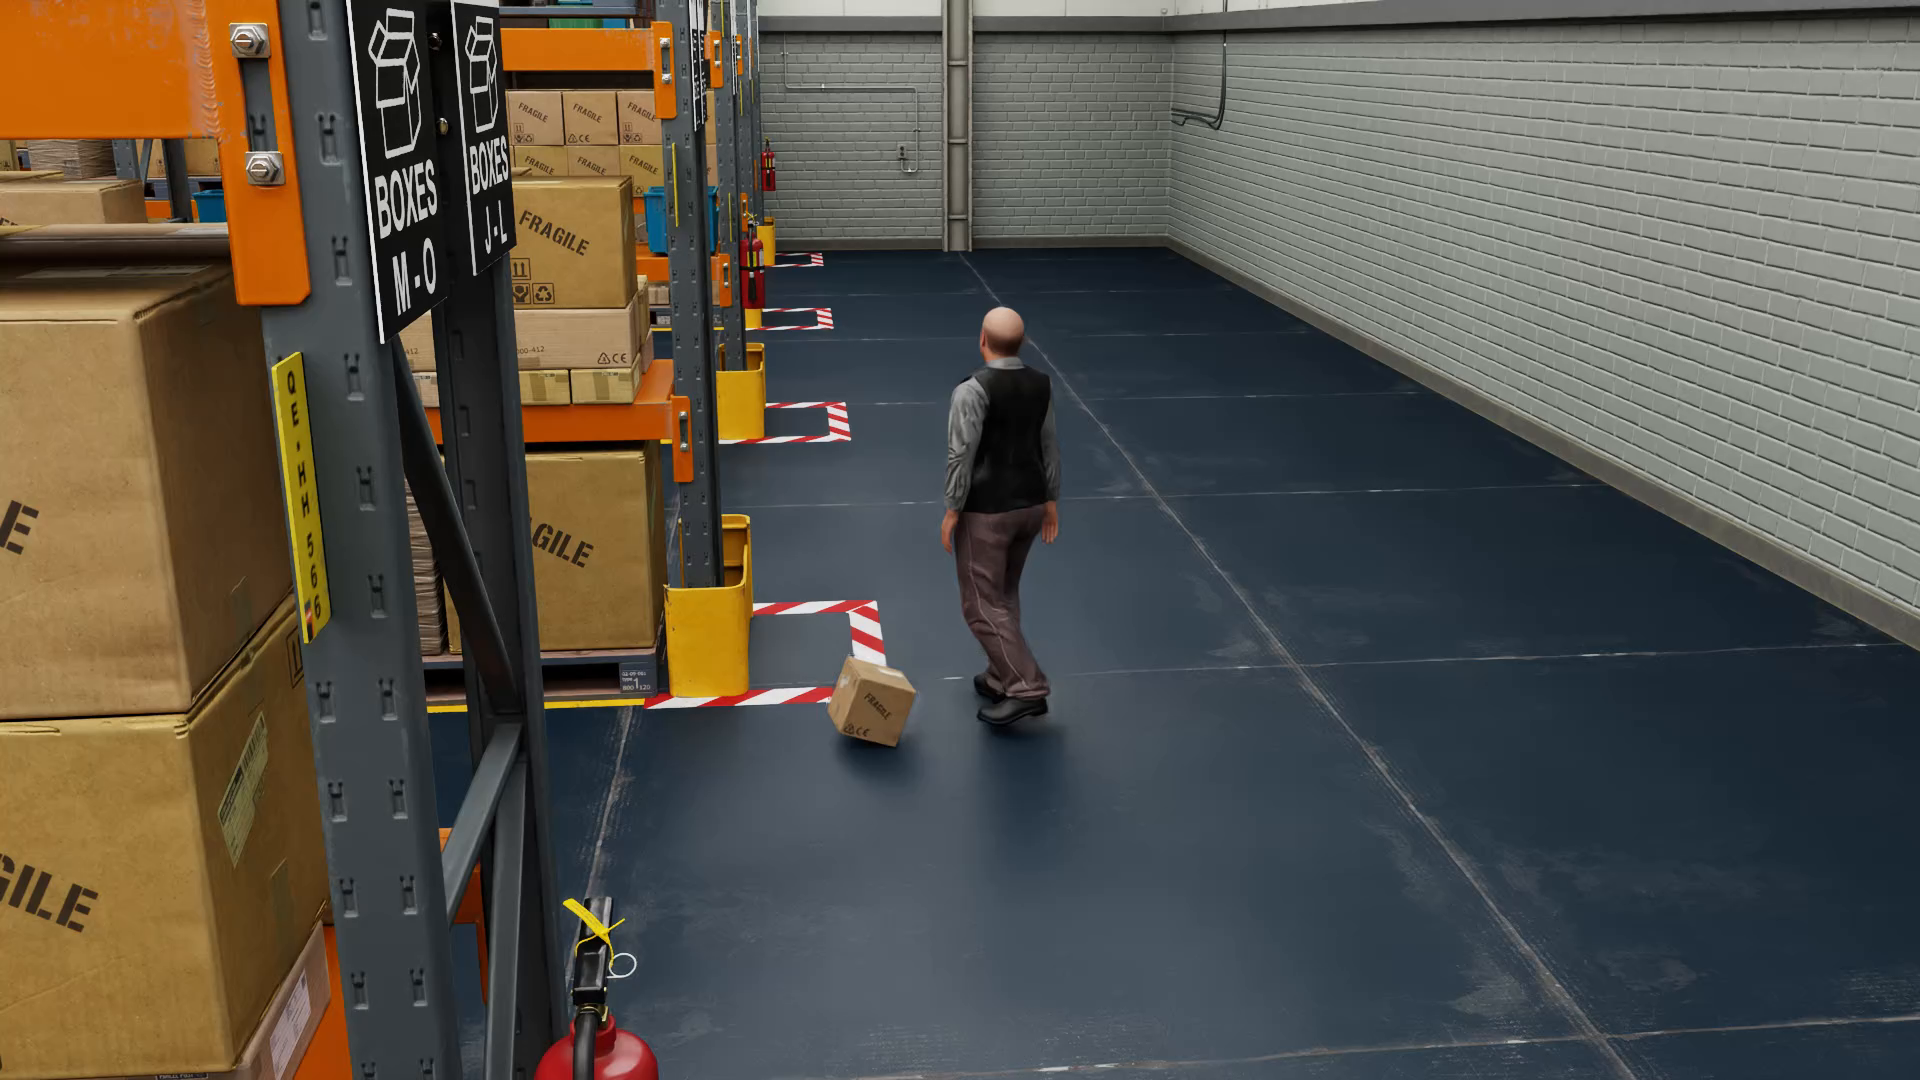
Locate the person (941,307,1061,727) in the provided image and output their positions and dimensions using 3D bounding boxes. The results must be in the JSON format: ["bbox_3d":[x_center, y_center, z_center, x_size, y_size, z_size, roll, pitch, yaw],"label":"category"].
[{"bbox_3d":[0.211,-0.097,6.920,0.588,1.710,0.582,-15,22,-40],"label":"person"}]
